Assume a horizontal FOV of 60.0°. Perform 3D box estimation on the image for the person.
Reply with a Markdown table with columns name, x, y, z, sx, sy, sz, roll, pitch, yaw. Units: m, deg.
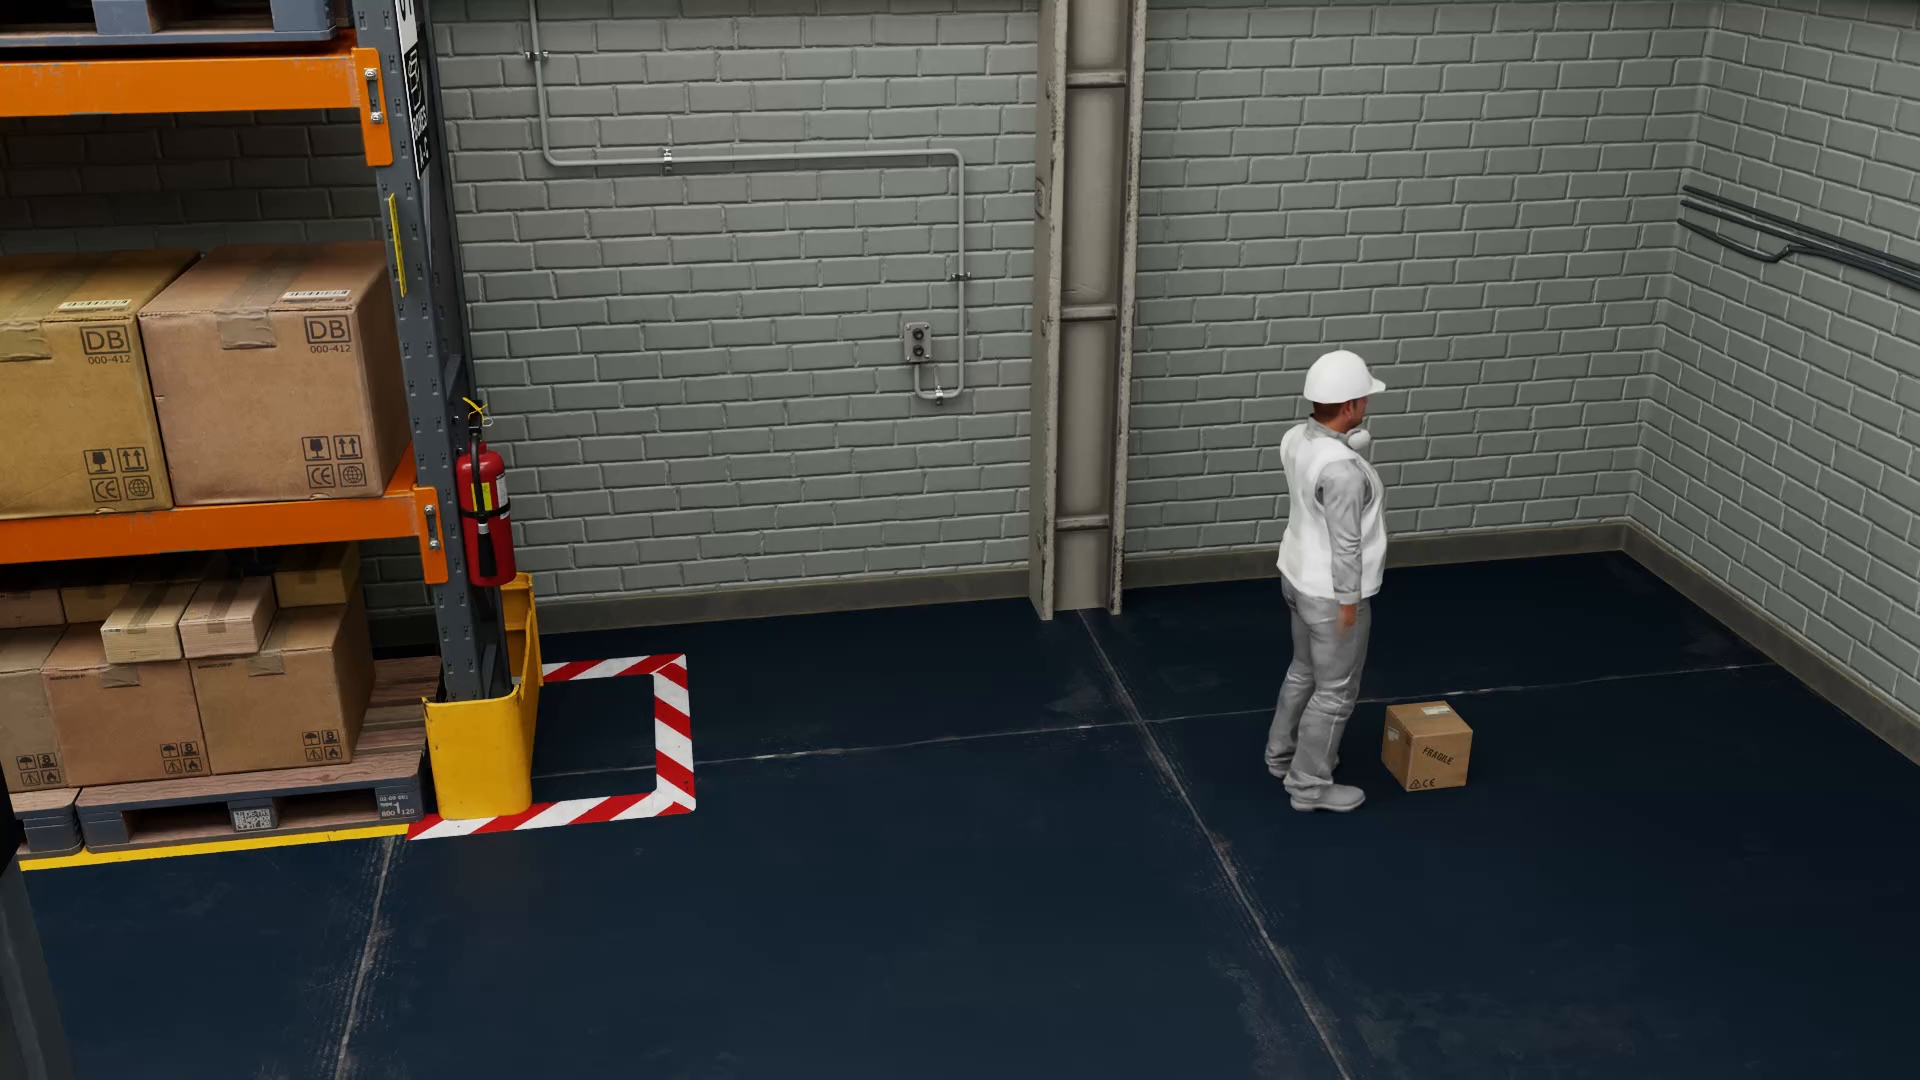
| name | x | y | z | sx | sy | sz | roll | pitch | yaw |
| --- | --- | --- | --- | --- | --- | --- | --- | --- | --- |
| person | 1.378 | 0.148 | 6.224 | 0.357 | 1.770 | 0.531 | -4 | 23 | -9 |
